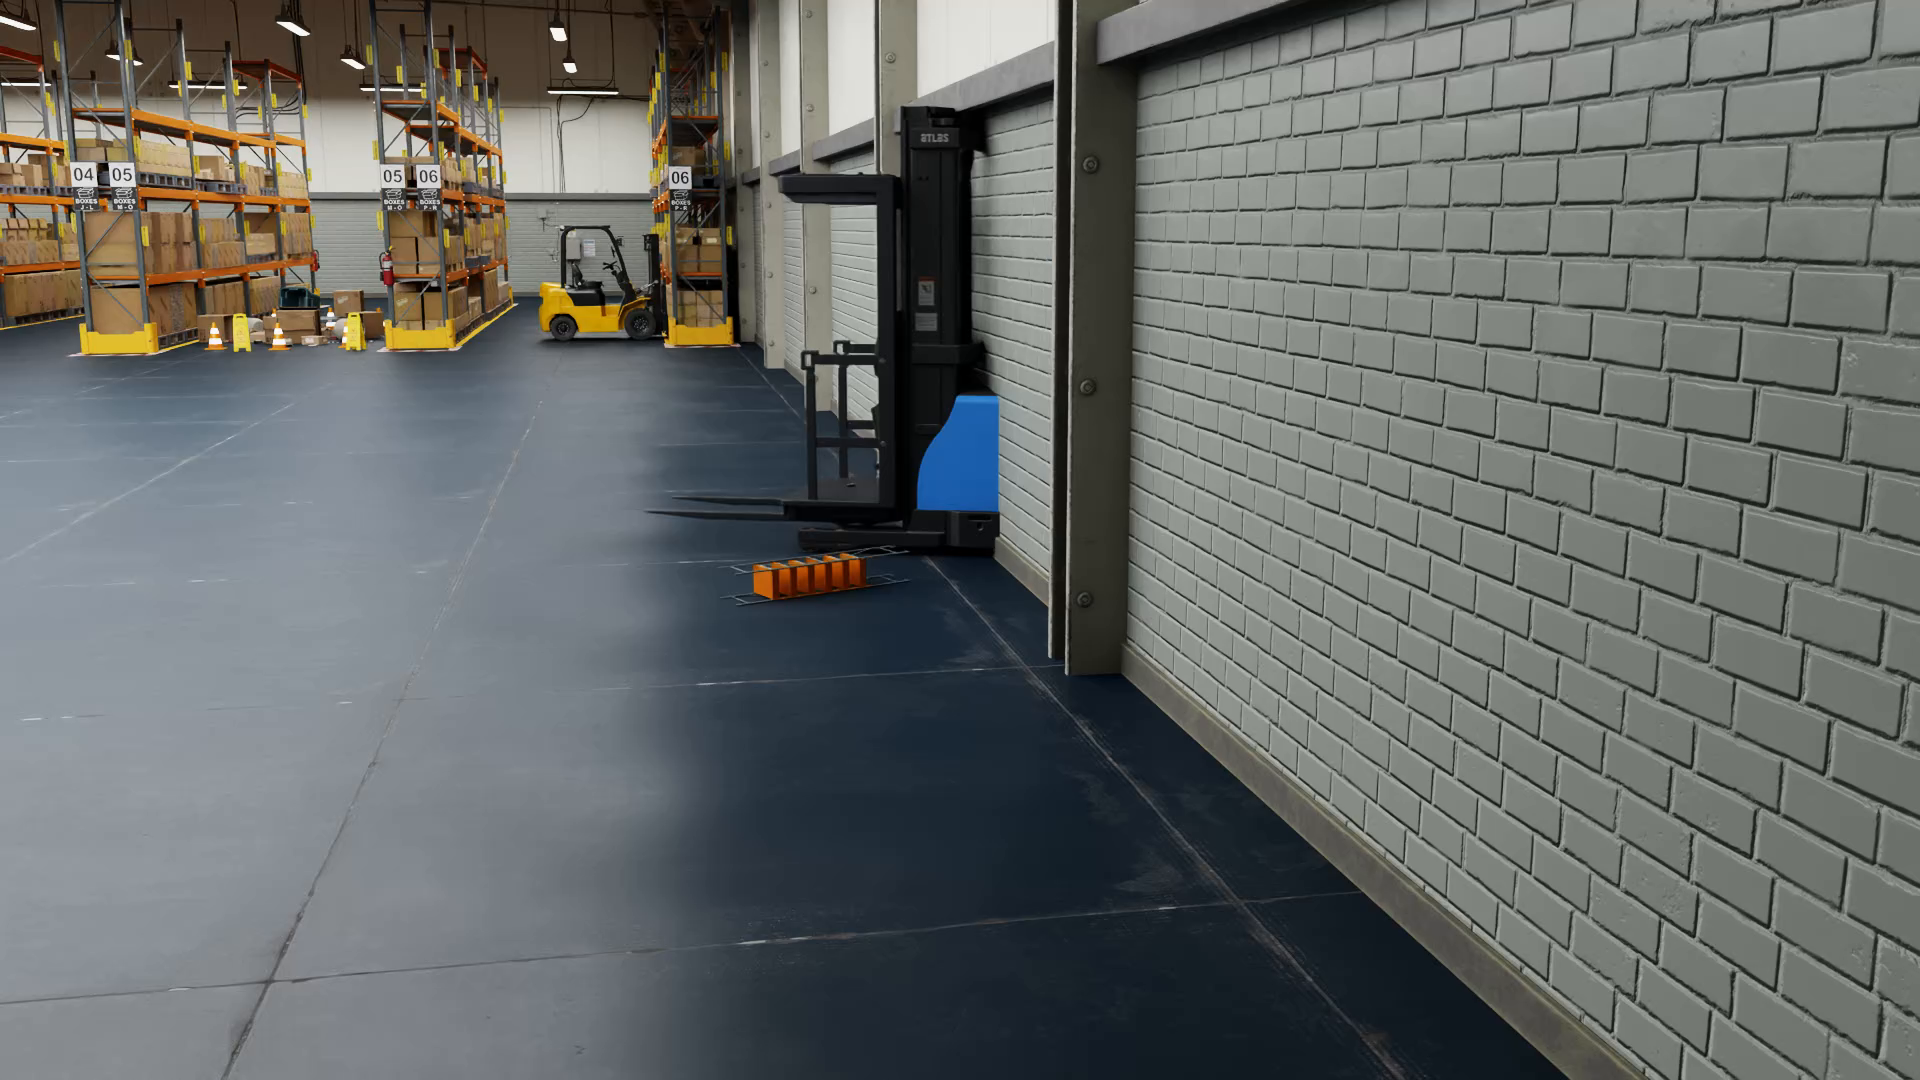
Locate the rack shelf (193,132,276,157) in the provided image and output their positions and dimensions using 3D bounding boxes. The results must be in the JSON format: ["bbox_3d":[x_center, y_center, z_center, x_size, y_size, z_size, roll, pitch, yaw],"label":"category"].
[{"bbox_3d":[-16.423,-8.940,37.594,1.077,0.370,4.000,-2,11,-11],"label":"rack shelf"}]

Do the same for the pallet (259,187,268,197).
[{"bbox_3d":[-16.592,-7.984,38.101,1.213,0.211,1.003,-2,11,-11],"label":"pallet"}]

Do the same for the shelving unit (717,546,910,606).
[{"bbox_3d":[-0.874,0.209,10.078,1.200,0.189,0.258,-7,13,-34],"label":"shelving unit"}]

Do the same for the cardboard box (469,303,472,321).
[{"bbox_3d":[-10.525,-4.653,34.024,0.950,0.372,0.625,-2,11,-10],"label":"cardboard box"}]

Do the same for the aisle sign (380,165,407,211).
[{"bbox_3d":[-9.915,-6.163,29.100,0.394,0.787,0.004,-2,11,-11],"label":"aisle sign"}]

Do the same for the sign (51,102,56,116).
[{"bbox_3d":[-23.020,-10.946,42.219,0.100,0.325,0.005,-2,11,-11],"label":"sign"}]

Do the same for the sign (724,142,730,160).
[{"bbox_3d":[-4.228,-7.050,30.140,0.100,0.325,0.005,-2,11,-11],"label":"sign"}]

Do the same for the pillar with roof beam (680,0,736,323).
[{"bbox_3d":[-9.415,-9.140,35.651,9.100,9.000,0.548,-2,11,-11],"label":"pillar with roof beam"}]

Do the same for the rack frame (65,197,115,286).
[{"bbox_3d":[-22.475,-7.482,42.982,1.000,3.000,0.127,-2,11,-11],"label":"rack frame"}]

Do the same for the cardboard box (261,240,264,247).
[{"bbox_3d":[-16.281,-6.831,38.319,0.380,0.149,0.250,-2,11,-11],"label":"cardboard box"}]

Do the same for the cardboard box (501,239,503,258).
[{"bbox_3d":[-12.095,-7.531,42.976,0.500,0.500,0.500,-2,11,-9],"label":"cardboard box"}]

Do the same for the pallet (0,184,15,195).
[{"bbox_3d":[-21.096,-7.511,35.621,1.213,0.211,1.003,-2,11,-8],"label":"pallet"}]

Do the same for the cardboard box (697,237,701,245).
[{"bbox_3d":[-4.696,-5.571,30.942,0.380,0.149,0.250,-2,11,-11],"label":"cardboard box"}]

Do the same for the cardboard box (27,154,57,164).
[{"bbox_3d":[-21.873,-9.067,39.627,0.500,0.250,0.500,-3,11,-15],"label":"cardboard box"}]

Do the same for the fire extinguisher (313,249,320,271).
[{"bbox_3d":[-17.186,-7.485,44.205,0.296,0.674,0.183,-2,11,-11],"label":"fire extinguisher"}]

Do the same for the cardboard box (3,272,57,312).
[{"bbox_3d":[-21.378,-5.630,37.813,1.225,0.875,0.875,-3,11,-13],"label":"cardboard box"}]

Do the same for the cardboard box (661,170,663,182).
[{"bbox_3d":[-6.081,-7.772,35.334,0.500,0.311,0.500,-3,11,-13],"label":"cardboard box"}]

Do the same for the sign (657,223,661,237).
[{"bbox_3d":[-6.860,-7.064,37.905,0.100,0.325,0.005,-2,11,-11],"label":"sign"}]

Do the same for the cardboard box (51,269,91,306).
[{"bbox_3d":[-21.922,-6.200,40.806,0.875,0.875,0.875,-2,11,-11],"label":"cardboard box"}]

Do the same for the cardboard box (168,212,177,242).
[{"bbox_3d":[-15.027,-5.777,30.738,0.875,0.550,0.550,-2,11,-11],"label":"cardboard box"}]

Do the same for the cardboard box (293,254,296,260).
[{"bbox_3d":[-16.850,-7.090,41.597,0.380,0.149,0.250,-2,11,-8],"label":"cardboard box"}]

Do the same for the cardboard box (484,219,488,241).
[{"bbox_3d":[-11.246,-7.200,38.563,0.500,0.500,0.500,-2,11,-9],"label":"cardboard box"}]

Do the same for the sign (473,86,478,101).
[{"bbox_3d":[-10.668,-9.841,36.624,0.100,0.325,0.005,-2,11,-11],"label":"sign"}]

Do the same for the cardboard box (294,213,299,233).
[{"bbox_3d":[-16.942,-7.970,41.812,0.500,0.500,0.500,-3,11,-13],"label":"cardboard box"}]

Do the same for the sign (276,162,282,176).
[{"bbox_3d":[-16.268,-8.852,39.722,0.100,0.325,0.005,-2,11,-11],"label":"sign"}]

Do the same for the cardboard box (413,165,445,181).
[{"bbox_3d":[-9.479,-6.555,29.699,0.500,0.250,0.500,-2,11,-12],"label":"cardboard box"}]

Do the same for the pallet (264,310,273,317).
[{"bbox_3d":[-16.418,-5.173,38.311,1.003,0.211,1.213,-2,11,-11],"label":"pallet"}]

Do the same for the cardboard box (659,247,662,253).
[{"bbox_3d":[-6.834,-6.745,38.662,0.380,0.149,0.250,-2,11,-10],"label":"cardboard box"}]

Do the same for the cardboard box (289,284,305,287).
[{"bbox_3d":[-16.976,-6.466,42.554,0.380,0.149,0.250,-2,11,-9],"label":"cardboard box"}]

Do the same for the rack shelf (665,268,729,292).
[{"bbox_3d":[-5.163,-5.102,32.404,1.077,0.370,4.000,-2,11,-11],"label":"rack shelf"}]

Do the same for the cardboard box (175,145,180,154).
[{"bbox_3d":[-14.727,-7.246,30.871,0.380,0.149,0.250,-2,11,-10],"label":"cardboard box"}]

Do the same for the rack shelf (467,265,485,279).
[{"bbox_3d":[-10.809,-5.655,35.307,1.077,0.370,4.000,-2,11,-11],"label":"rack shelf"}]

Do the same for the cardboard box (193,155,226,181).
[{"bbox_3d":[-15.421,-7.646,34.163,0.500,0.500,0.500,-2,11,-11],"label":"cardboard box"}]

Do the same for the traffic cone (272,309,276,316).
[{"bbox_3d":[-14.036,-4.497,34.087,0.336,0.463,0.334,-2,11,-11],"label":"traffic cone"}]

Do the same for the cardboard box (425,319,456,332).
[{"bbox_3d":[-9.528,-3.921,30.506,0.500,0.250,0.500,-2,11,-11],"label":"cardboard box"}]

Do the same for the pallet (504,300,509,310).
[{"bbox_3d":[-12.288,-6.105,43.207,1.003,0.211,1.213,-2,11,-11],"label":"pallet"}]

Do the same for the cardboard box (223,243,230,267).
[{"bbox_3d":[-15.386,-5.875,34.276,0.500,0.500,0.500,-2,11,-10],"label":"cardboard box"}]

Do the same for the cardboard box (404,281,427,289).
[{"bbox_3d":[-10.448,-4.897,31.893,0.380,0.149,0.250,-1,11,-8],"label":"cardboard box"}]

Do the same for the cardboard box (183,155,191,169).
[{"bbox_3d":[-14.908,-7.163,31.501,0.500,0.250,0.500,-2,11,-12],"label":"cardboard box"}]

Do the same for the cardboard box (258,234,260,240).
[{"bbox_3d":[-16.236,-6.930,38.042,0.380,0.149,0.250,-2,11,-12],"label":"cardboard box"}]

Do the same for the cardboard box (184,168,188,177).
[{"bbox_3d":[-14.822,-6.947,31.431,0.380,0.149,0.250,-2,11,-10],"label":"cardboard box"}]

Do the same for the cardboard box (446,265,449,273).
[{"bbox_3d":[-9.540,-4.951,30.360,0.380,0.149,0.250,-2,11,-13],"label":"cardboard box"}]

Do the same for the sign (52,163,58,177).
[{"bbox_3d":[-21.166,-8.652,38.882,0.100,0.325,0.005,-2,11,-11],"label":"sign"}]

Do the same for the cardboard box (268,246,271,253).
[{"bbox_3d":[-16.443,-6.834,39.127,0.380,0.149,0.250,-2,11,-11],"label":"cardboard box"}]

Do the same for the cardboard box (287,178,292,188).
[{"bbox_3d":[-16.847,-8.837,41.143,0.500,0.250,0.500,-2,11,-10],"label":"cardboard box"}]

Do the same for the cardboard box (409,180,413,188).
[{"bbox_3d":[-10.085,-6.407,29.987,0.380,0.149,0.250,-2,11,-9],"label":"cardboard box"}]

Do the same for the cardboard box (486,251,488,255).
[{"bbox_3d":[-11.260,-6.590,38.698,0.500,0.250,0.500,-2,11,-9],"label":"cardboard box"}]

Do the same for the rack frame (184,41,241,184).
[{"bbox_3d":[-16.034,-9.123,35.563,1.000,3.000,0.127,-2,11,-11],"label":"rack frame"}]

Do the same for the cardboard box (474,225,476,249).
[{"bbox_3d":[-10.521,-6.416,35.197,0.500,0.500,0.500,-3,11,-13],"label":"cardboard box"}]

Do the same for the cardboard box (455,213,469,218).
[{"bbox_3d":[-12.348,-8.012,41.093,0.380,0.149,0.250,-2,11,-12],"label":"cardboard box"}]

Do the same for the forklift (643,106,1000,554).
[{"bbox_3d":[-0.659,-1.443,11.439,3.031,2.935,1.130,2,11,8],"label":"forklift"}]
